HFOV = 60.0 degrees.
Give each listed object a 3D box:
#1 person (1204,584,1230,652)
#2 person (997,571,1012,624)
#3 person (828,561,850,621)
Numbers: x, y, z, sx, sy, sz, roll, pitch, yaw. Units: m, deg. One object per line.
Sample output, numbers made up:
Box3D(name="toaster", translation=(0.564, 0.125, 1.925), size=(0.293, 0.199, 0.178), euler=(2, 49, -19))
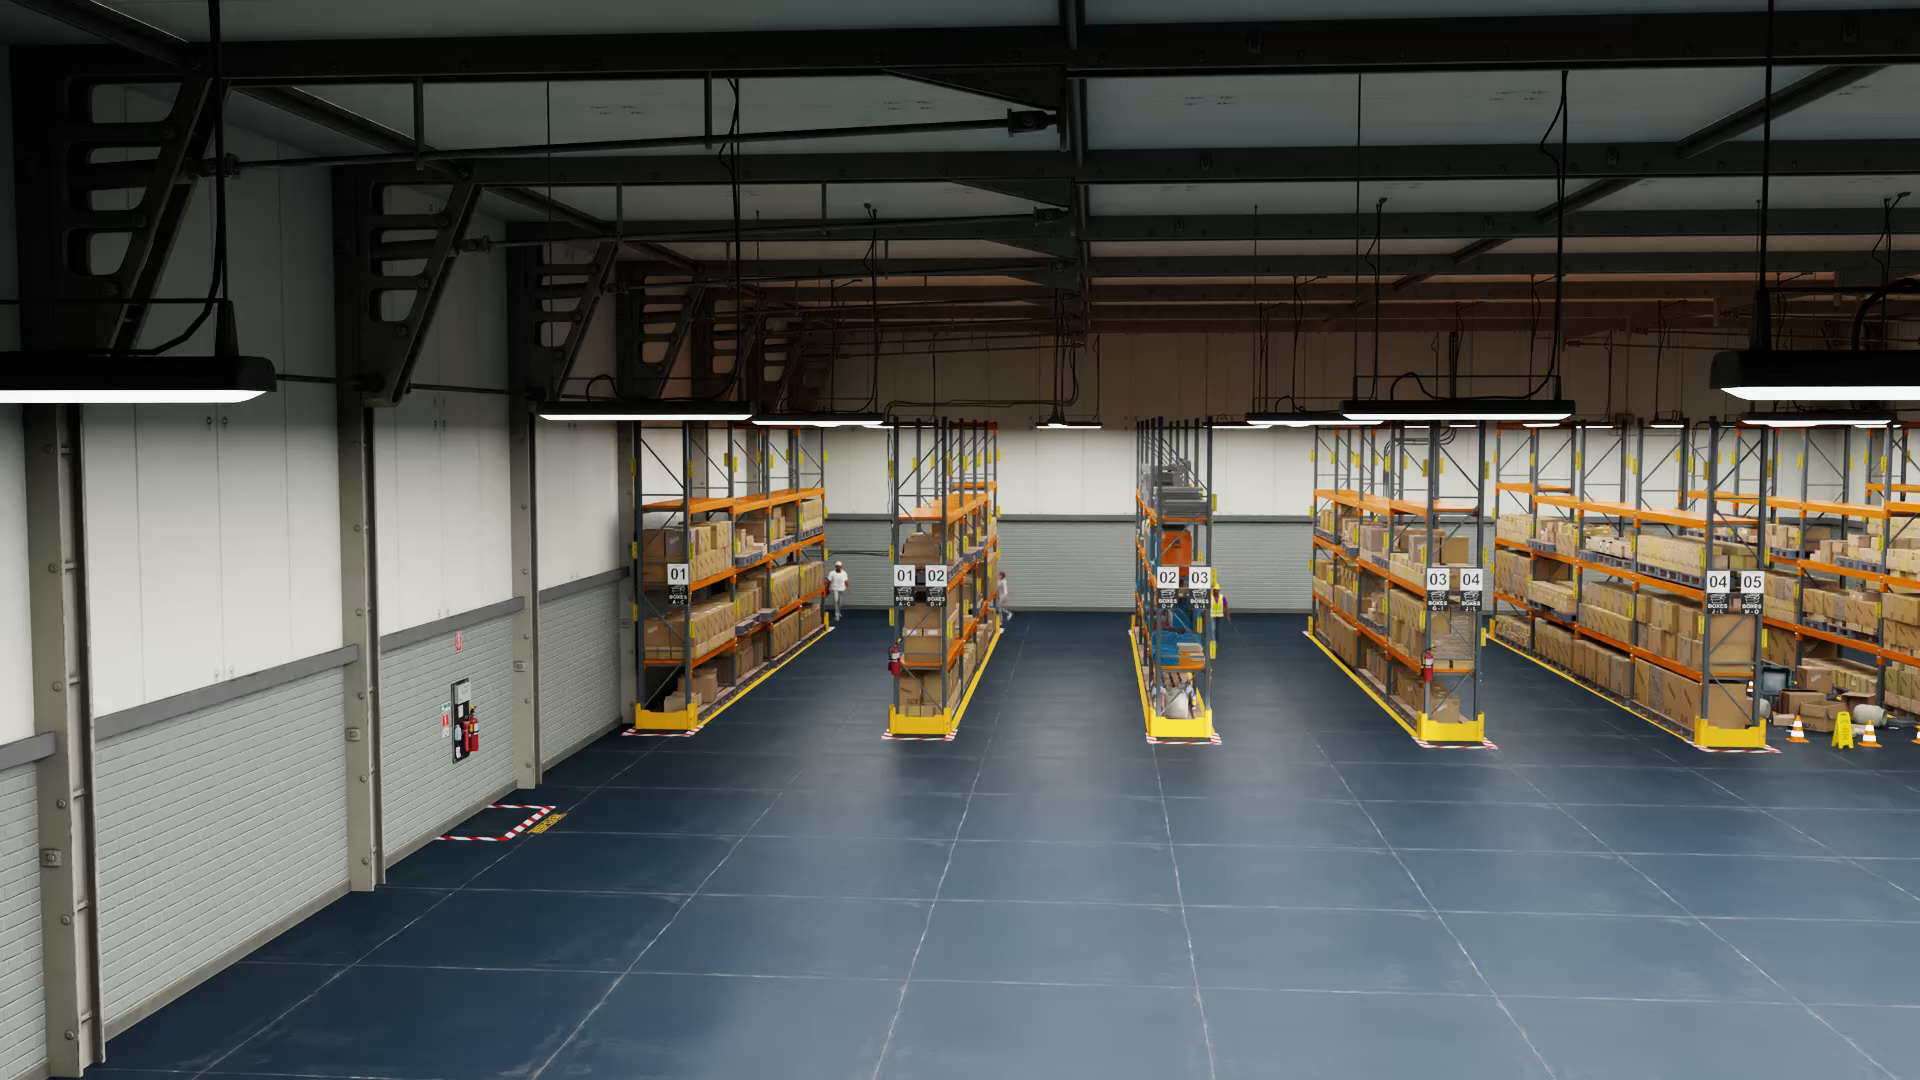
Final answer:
Box3D(name="person", translation=(6.683, 2.009, 43.231), size=(0.635, 1.749, 0.773), euler=(0, 4, -5))
Box3D(name="person", translation=(1.270, 1.704, 49.212), size=(0.659, 1.576, 0.417), euler=(-2, 4, -24))
Box3D(name="person", translation=(-3.694, 1.544, 50.728), size=(0.628, 1.783, 0.881), euler=(-1, 4, -21))
